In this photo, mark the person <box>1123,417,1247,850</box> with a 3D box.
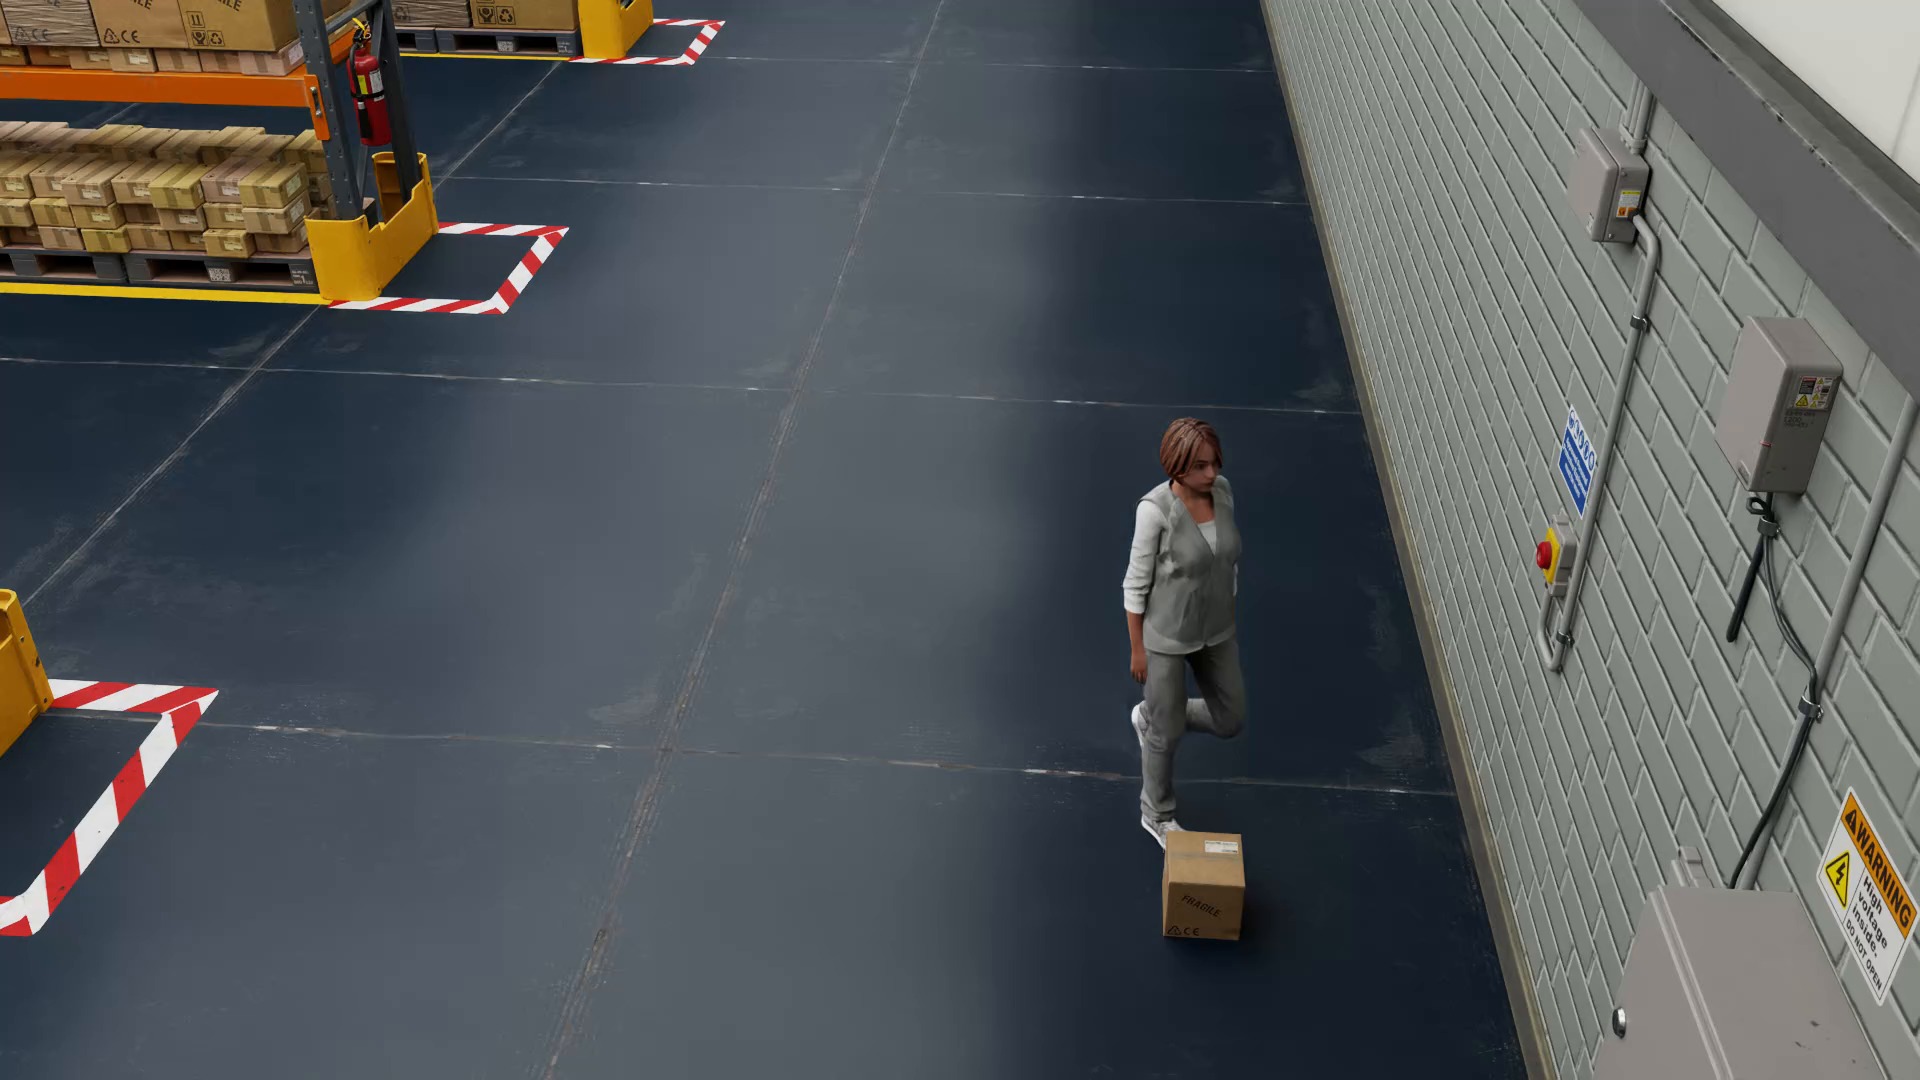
[{"bbox_3d":[0.752,0.321,5.628,0.437,1.600,0.518,-18,36,-25],"label":"person"}]
